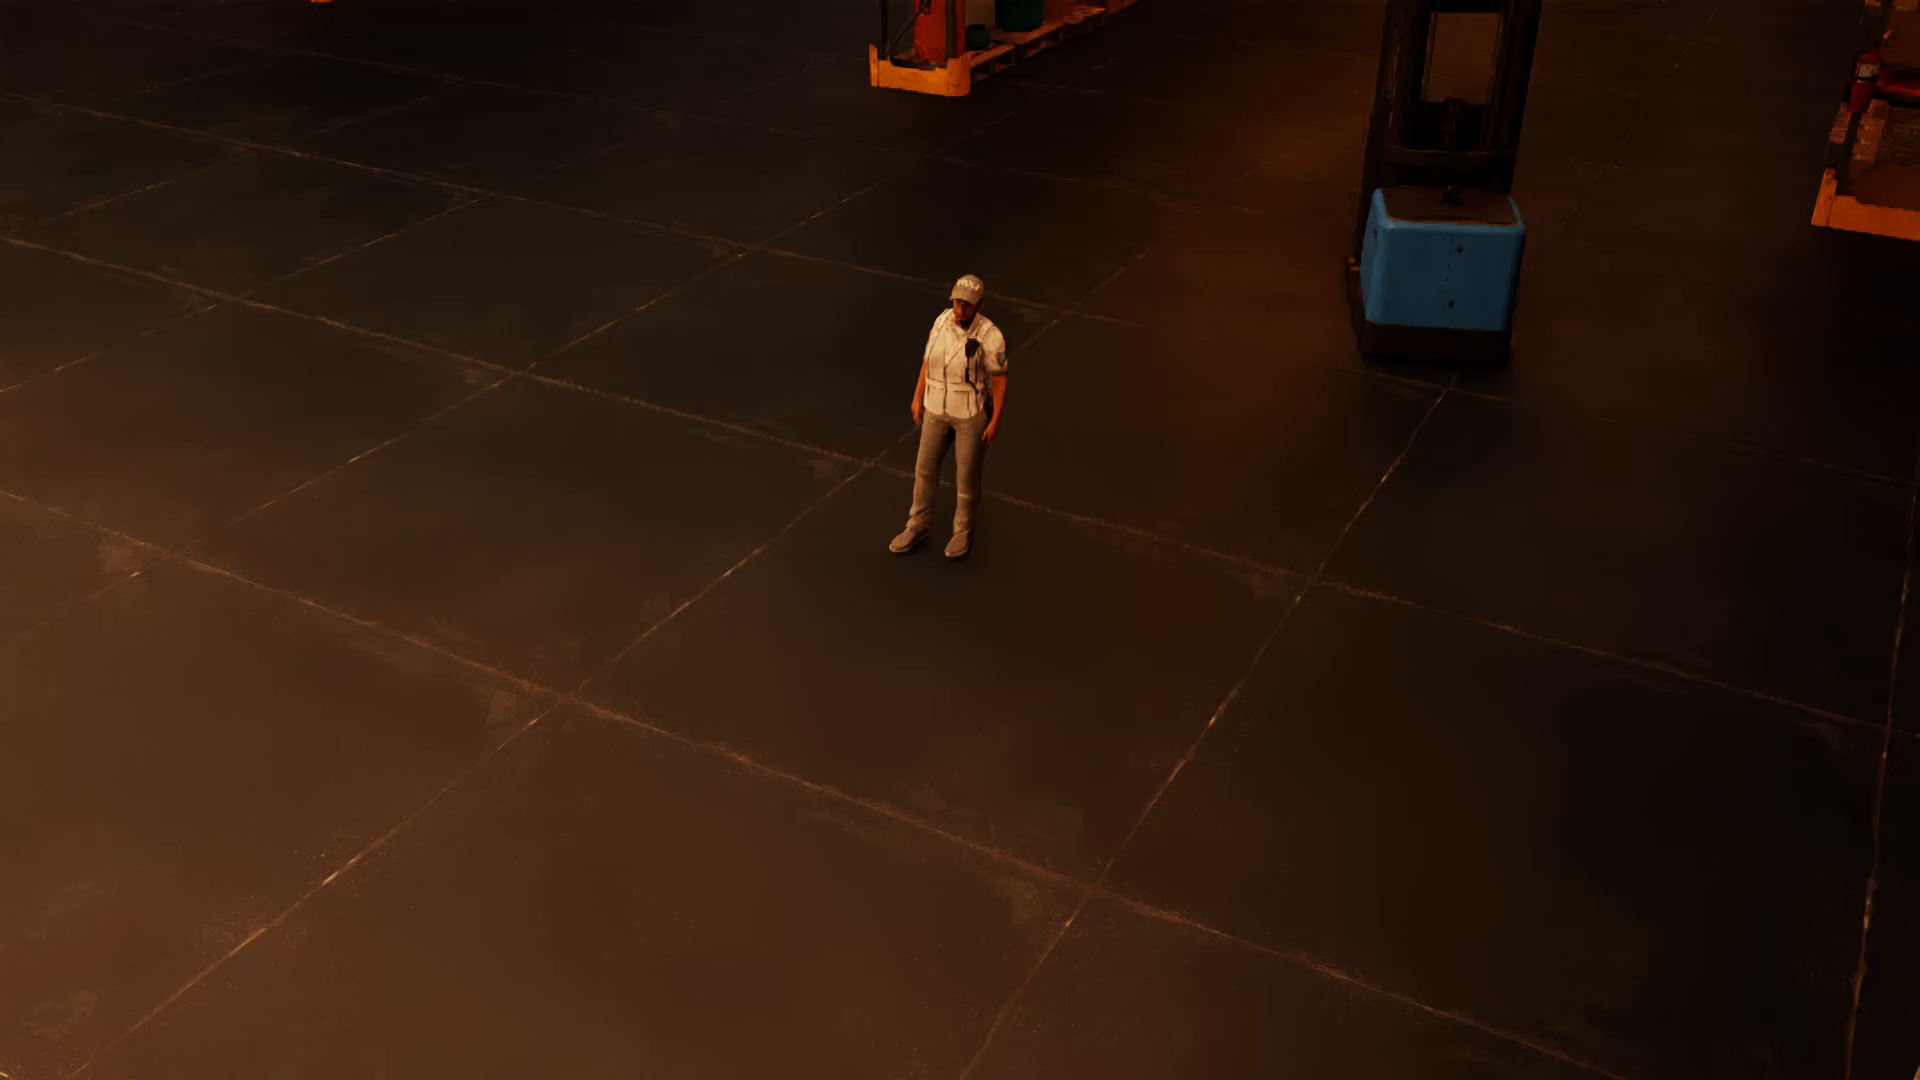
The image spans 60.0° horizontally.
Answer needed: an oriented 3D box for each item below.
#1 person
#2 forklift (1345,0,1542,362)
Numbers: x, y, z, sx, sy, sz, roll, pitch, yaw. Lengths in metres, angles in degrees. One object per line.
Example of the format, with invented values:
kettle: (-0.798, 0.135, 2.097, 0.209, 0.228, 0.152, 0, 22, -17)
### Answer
person: (-0.057, -0.700, 9.534, 0.598, 1.669, 0.529, 15, 33, 25)
forklift: (3.706, -3.285, 12.762, 1.130, 2.935, 3.031, 4, 30, 8)
